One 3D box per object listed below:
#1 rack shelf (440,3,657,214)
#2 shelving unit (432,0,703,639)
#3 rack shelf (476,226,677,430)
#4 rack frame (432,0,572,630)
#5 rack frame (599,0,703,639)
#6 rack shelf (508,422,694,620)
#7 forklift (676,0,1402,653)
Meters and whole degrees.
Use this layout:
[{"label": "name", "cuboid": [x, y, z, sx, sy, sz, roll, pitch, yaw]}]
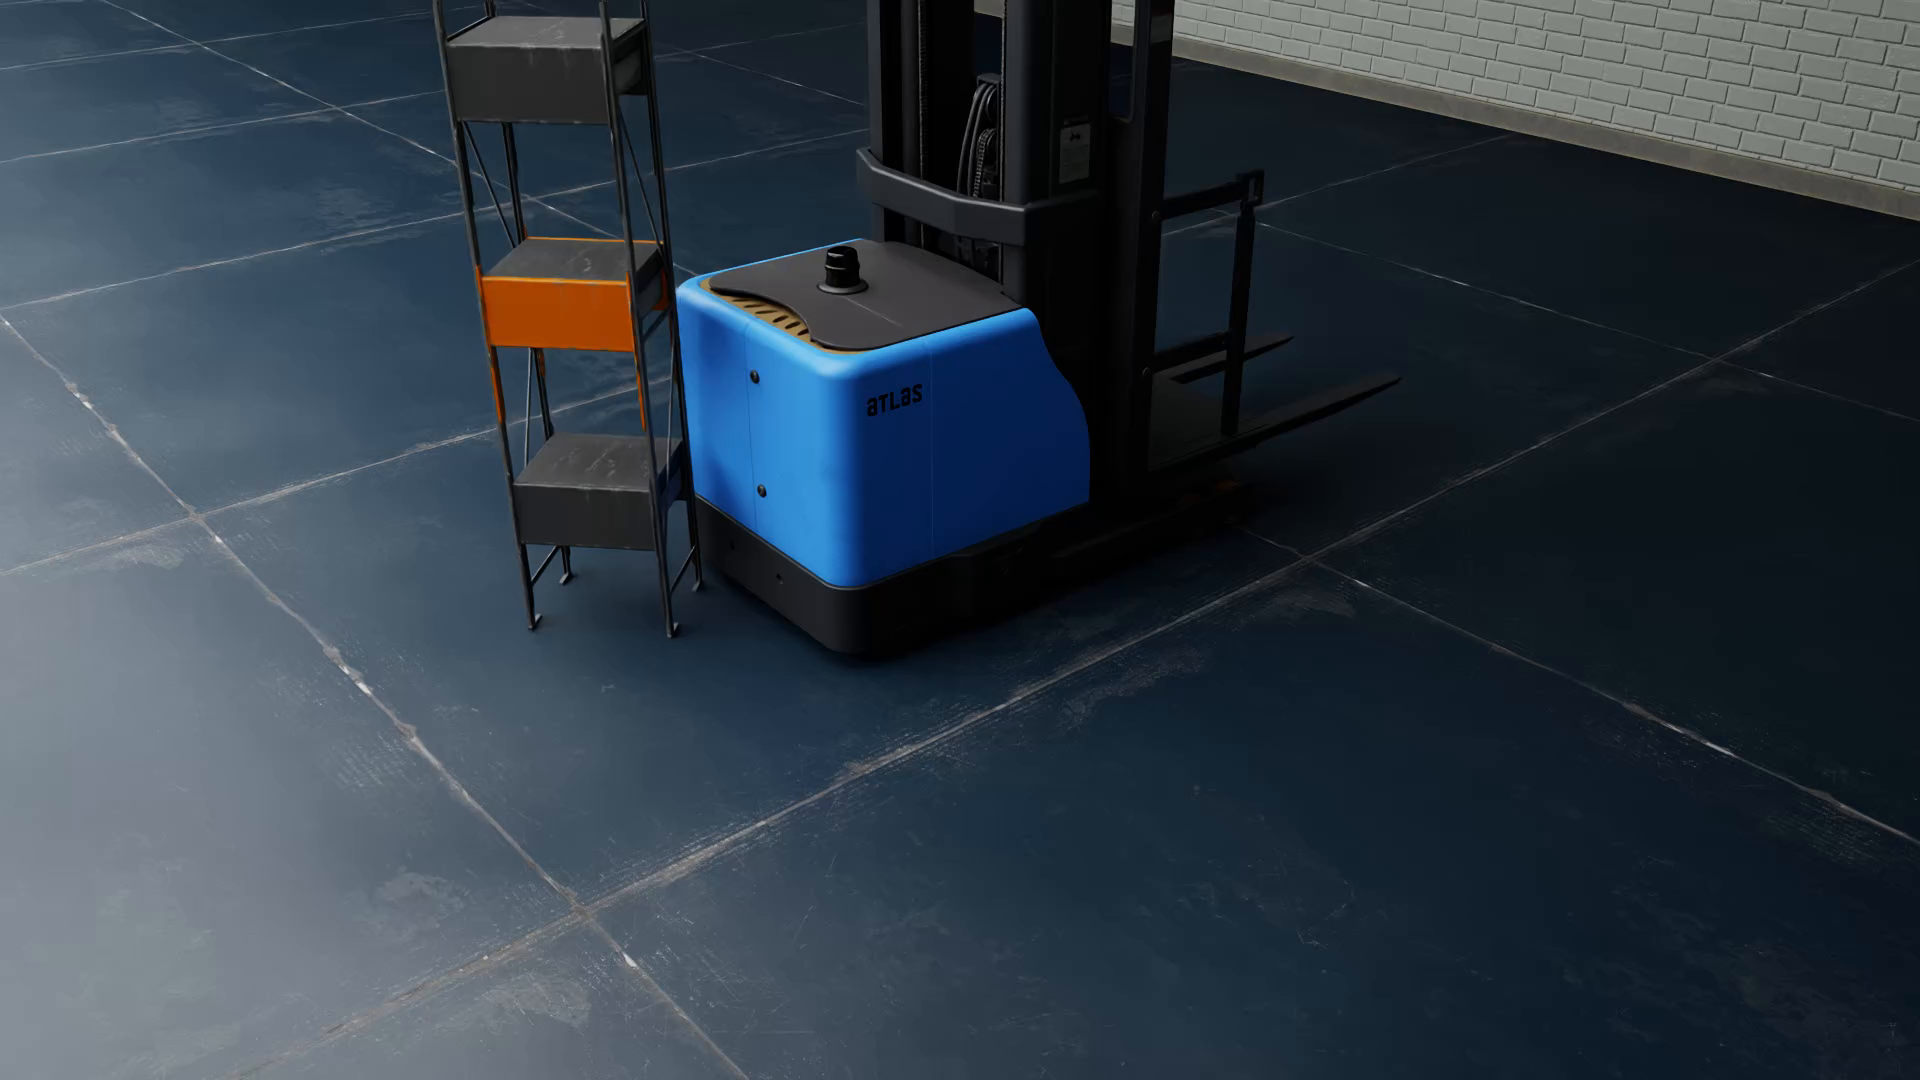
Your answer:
[{"label": "rack shelf", "cuboid": [-1.211, -1.300, 4.992, 0.480, 0.518, 0.431, 3, 29, 7]}, {"label": "shelving unit", "cuboid": [-1.206, -0.697, 5.319, 0.503, 2.100, 0.431, 3, 29, 7]}, {"label": "rack shelf", "cuboid": [-1.206, -0.685, 5.326, 0.480, 0.518, 0.431, 3, 29, 7]}, {"label": "rack frame", "cuboid": [-1.448, -0.710, 5.348, 0.015, 2.100, 0.400, 3, 29, 7]}, {"label": "rack frame", "cuboid": [-0.964, -0.684, 5.291, 0.015, 2.100, 0.400, 3, 29, 7]}, {"label": "rack shelf", "cuboid": [-1.200, -0.070, 5.659, 0.480, 0.518, 0.431, 3, 29, 7]}, {"label": "forklift", "cuboid": [0.492, -1.476, 5.902, 3.031, 2.935, 1.130, -20, 34, -33]}]
